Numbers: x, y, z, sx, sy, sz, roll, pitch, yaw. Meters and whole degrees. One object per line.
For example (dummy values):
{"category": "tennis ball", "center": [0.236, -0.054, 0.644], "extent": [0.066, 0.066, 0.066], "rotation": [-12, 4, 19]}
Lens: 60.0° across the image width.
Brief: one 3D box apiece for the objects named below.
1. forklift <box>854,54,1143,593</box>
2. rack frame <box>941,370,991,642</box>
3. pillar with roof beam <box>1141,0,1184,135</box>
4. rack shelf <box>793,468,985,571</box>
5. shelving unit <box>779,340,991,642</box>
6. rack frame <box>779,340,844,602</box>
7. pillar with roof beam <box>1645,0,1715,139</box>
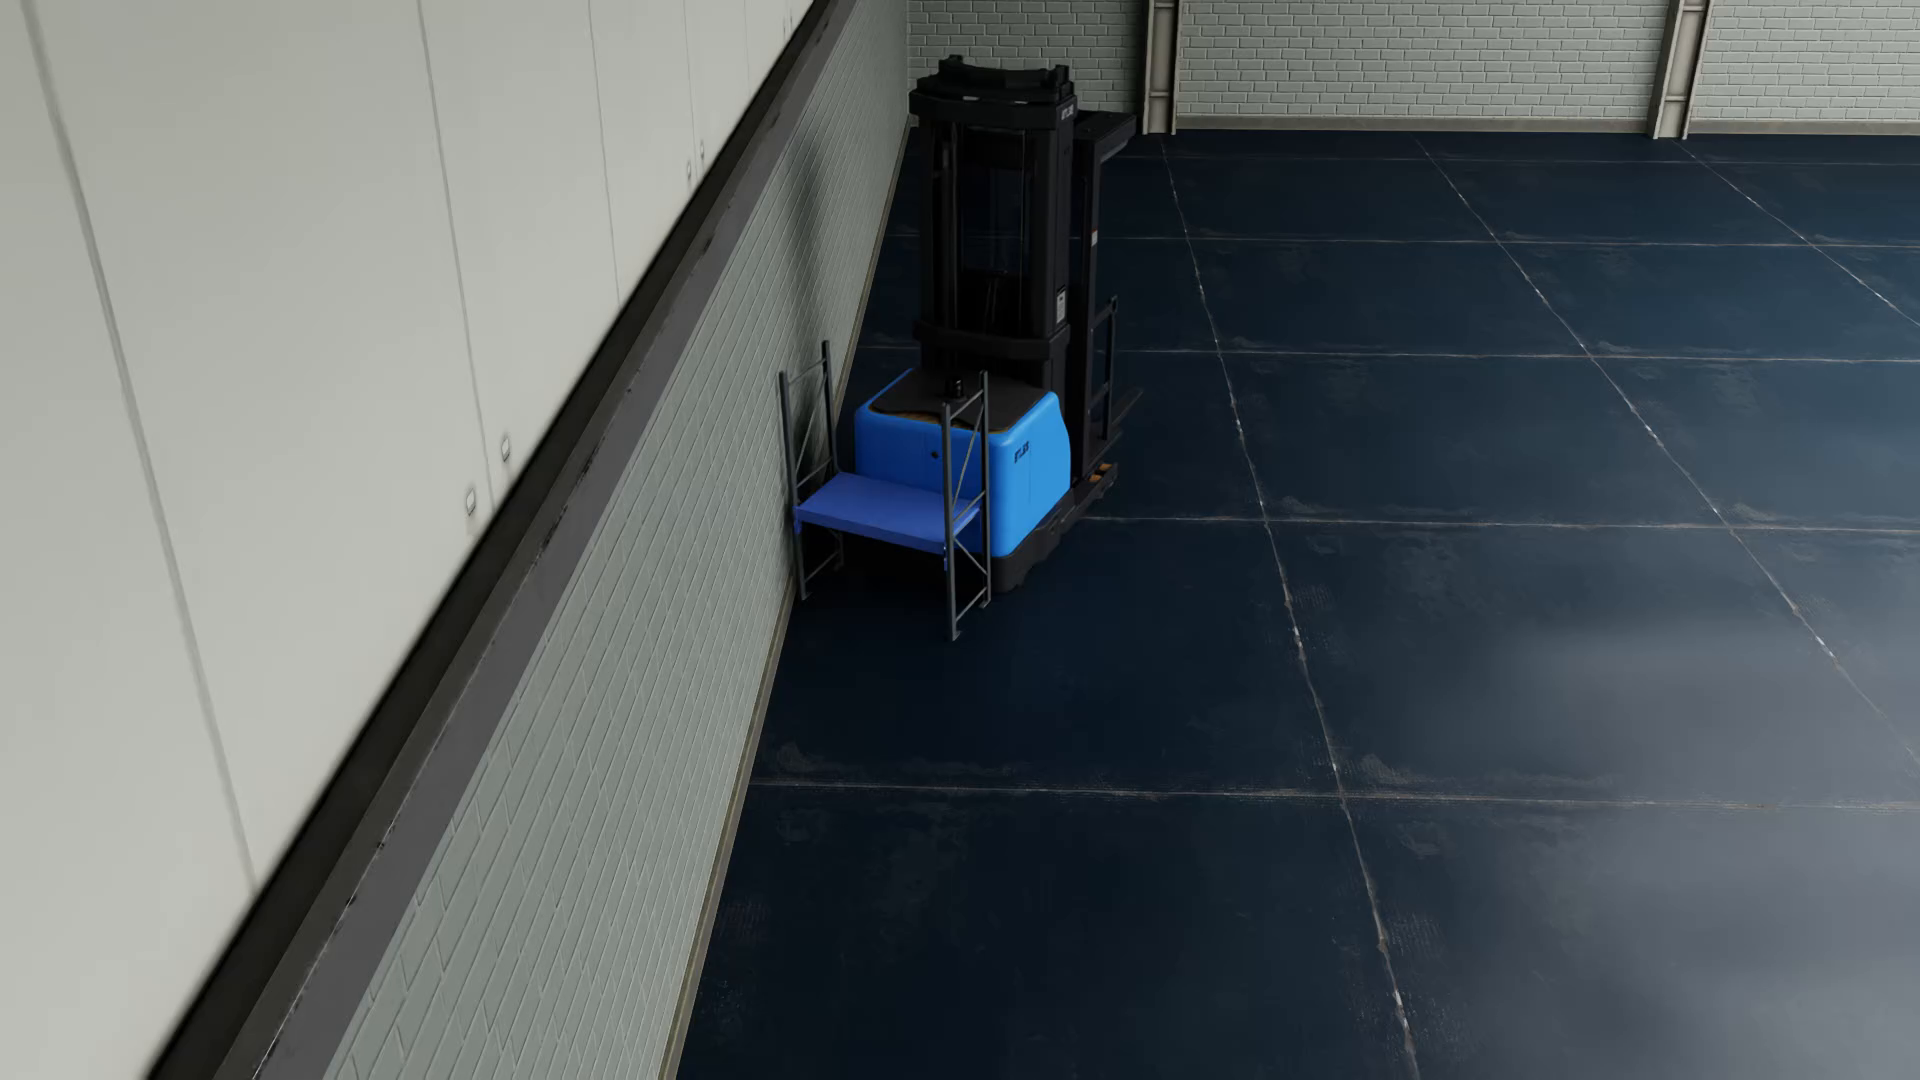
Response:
{"category": "forklift", "center": [0.426, -1.644, 10.647], "extent": [1.130, 2.935, 3.031], "rotation": [12, 30, 21]}
{"category": "rack frame", "center": [0.042, -0.177, 9.381], "extent": [0.032, 1.500, 0.500], "rotation": [13, 34, 24]}
{"category": "pillar with roof beam", "center": [2.218, -6.857, 14.002], "extent": [0.400, 9.000, 9.100], "rotation": [1, 28, 2]}
{"category": "rack shelf", "center": [-0.407, -0.130, 9.677], "extent": [1.000, 0.185, 0.538], "rotation": [13, 34, 24]}
{"category": "shelving unit", "center": [-0.411, -0.285, 9.585], "extent": [1.048, 1.500, 0.538], "rotation": [13, 34, 24]}
{"category": "rack frame", "center": [-0.864, -0.393, 9.789], "extent": [0.032, 1.500, 0.500], "rotation": [13, 34, 24]}
{"category": "pillar with roof beam", "center": [8.215, -6.758, 13.815], "extent": [0.400, 9.000, 9.100], "rotation": [1, 28, 2]}
